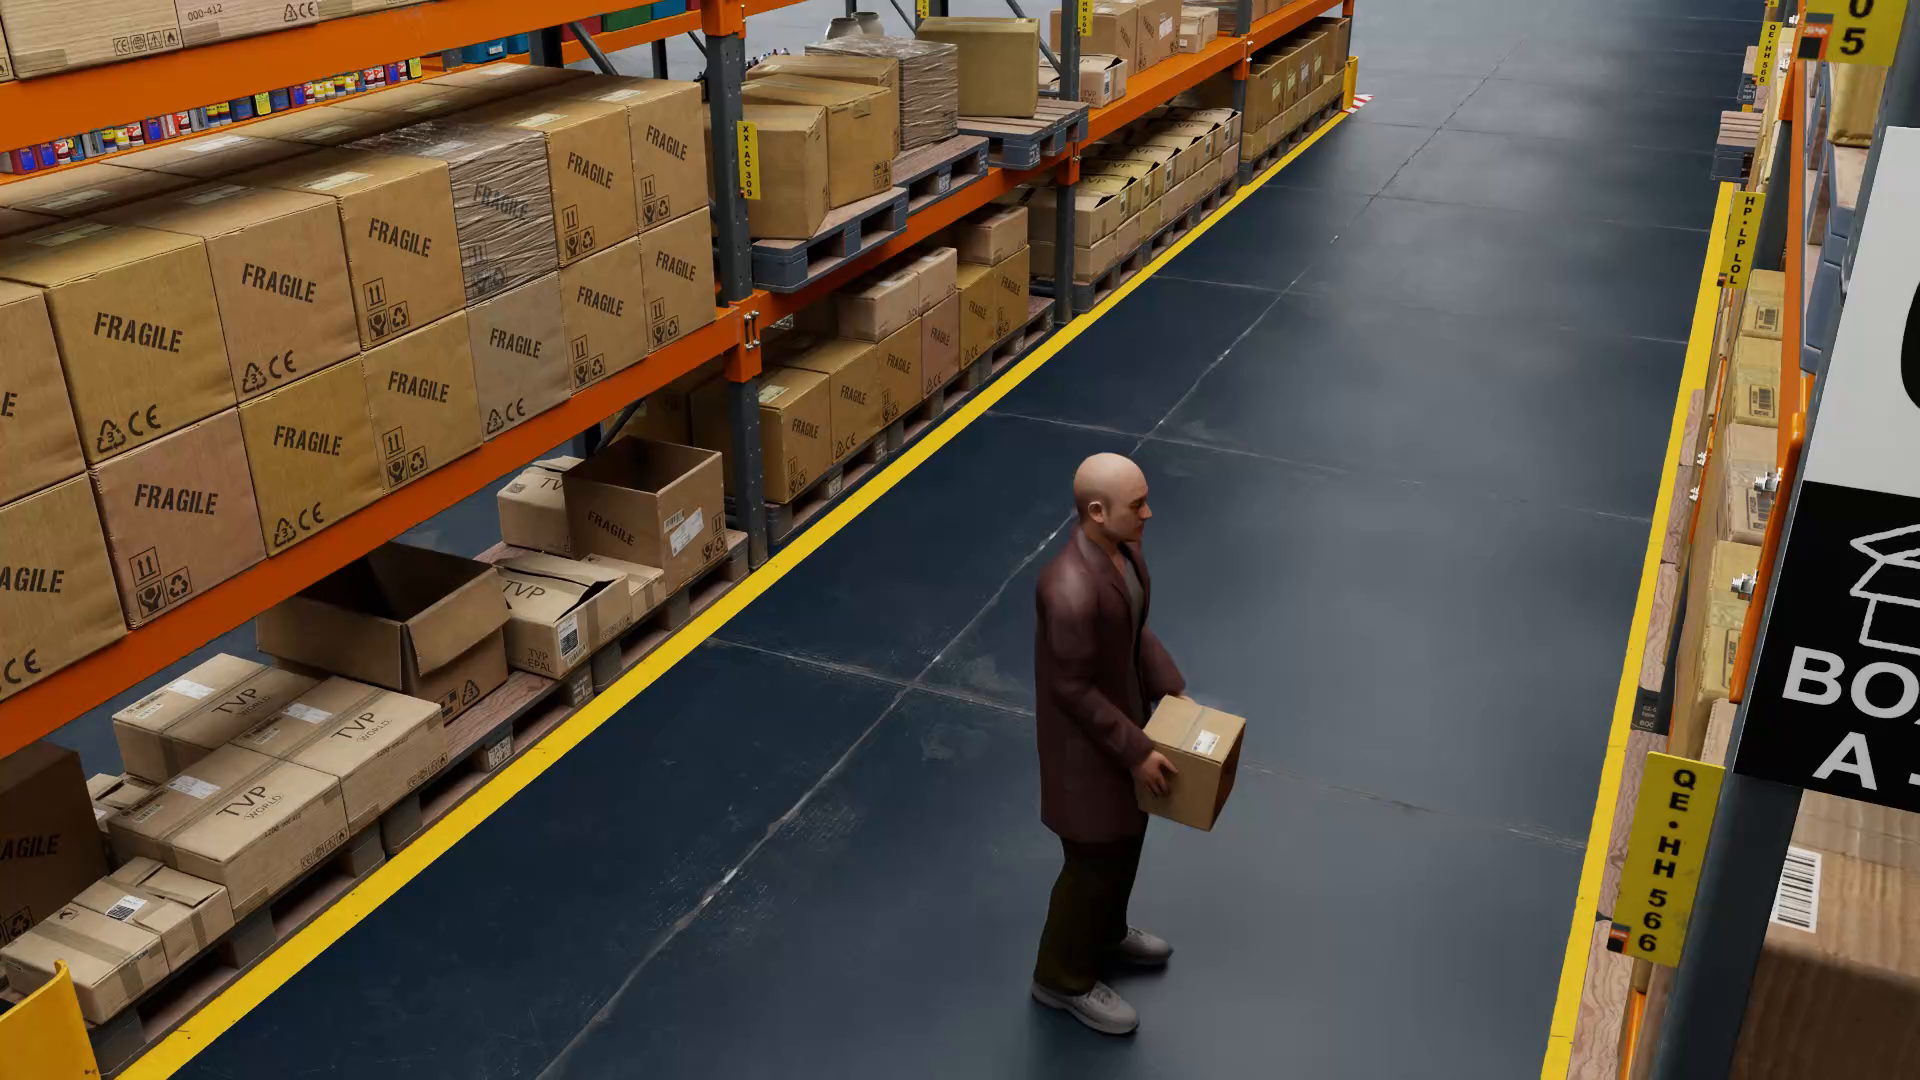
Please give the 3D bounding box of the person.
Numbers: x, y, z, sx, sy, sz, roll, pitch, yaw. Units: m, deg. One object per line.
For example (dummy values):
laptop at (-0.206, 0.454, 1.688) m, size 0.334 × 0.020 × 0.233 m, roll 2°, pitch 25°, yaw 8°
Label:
person at (0.459, 0.586, 4.907) m, size 0.467 × 1.782 × 0.575 m, roll 11°, pitch 28°, yaw 21°
